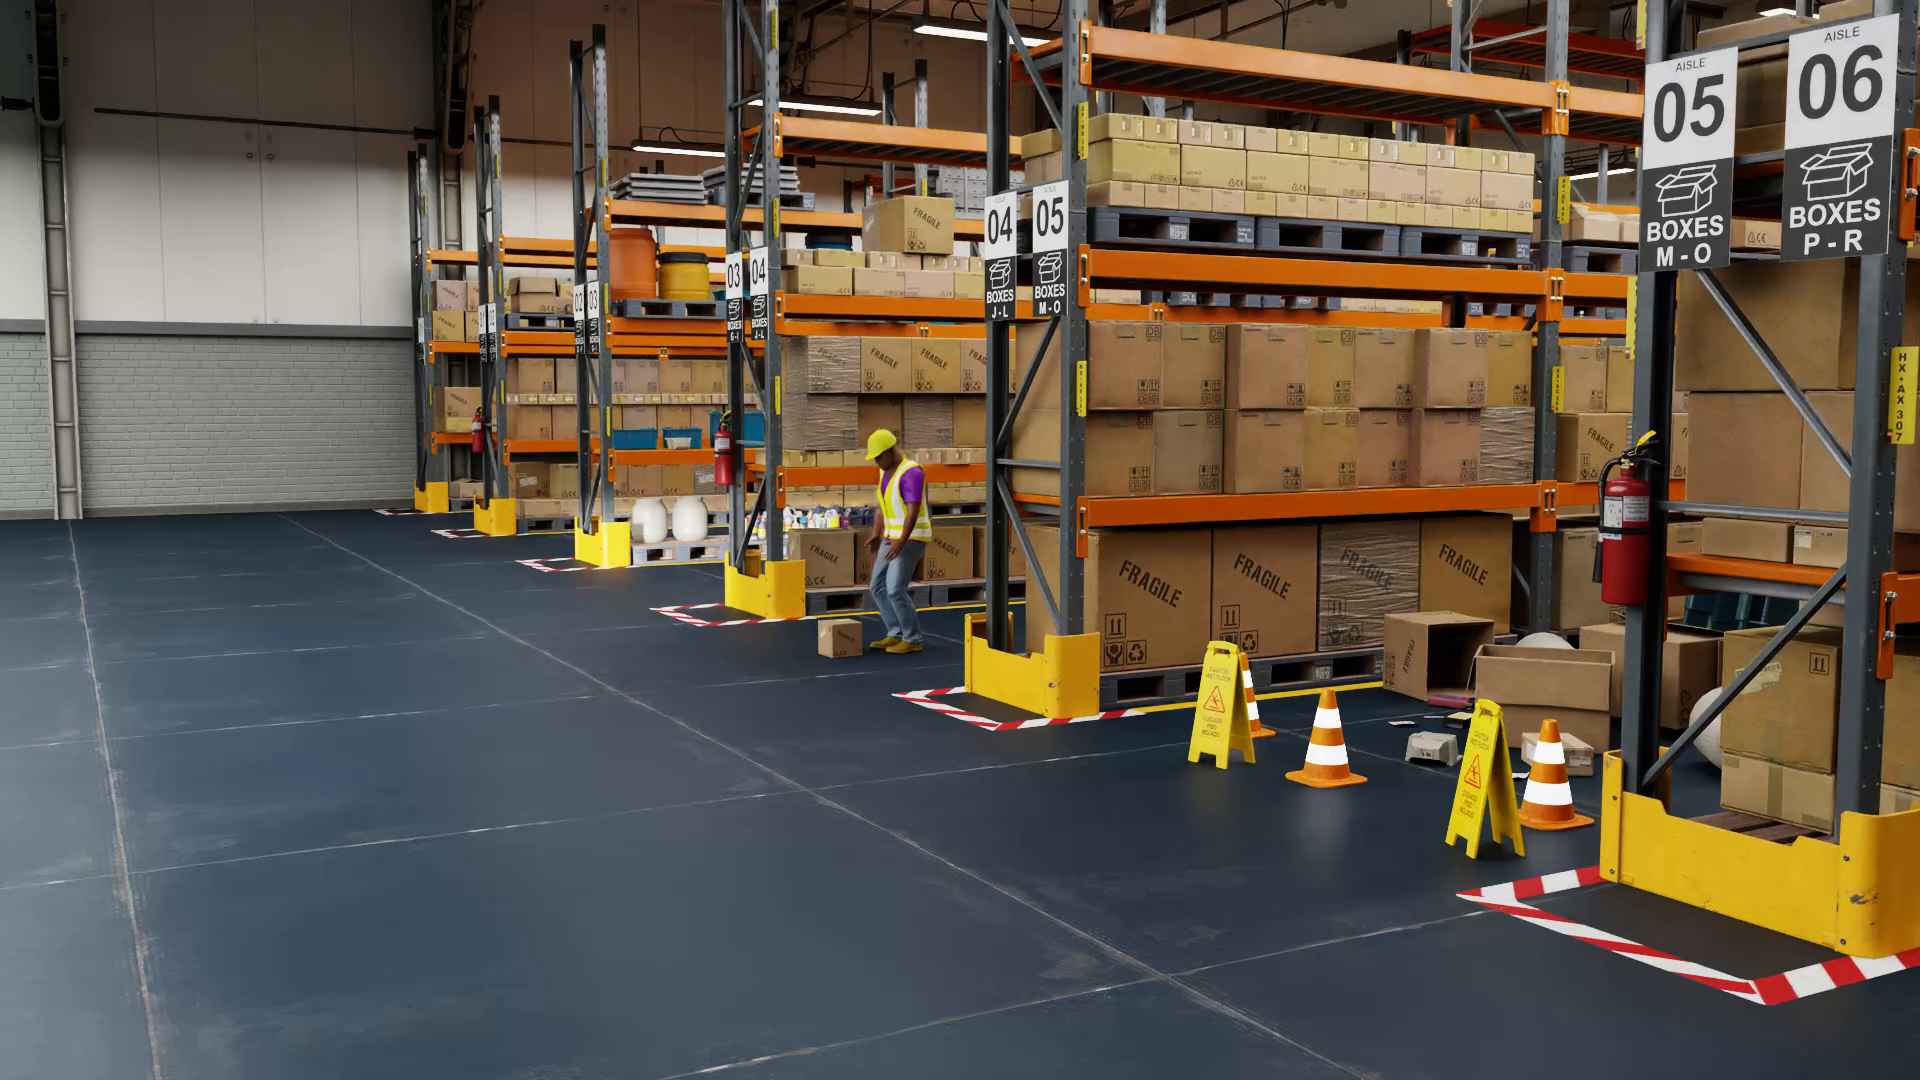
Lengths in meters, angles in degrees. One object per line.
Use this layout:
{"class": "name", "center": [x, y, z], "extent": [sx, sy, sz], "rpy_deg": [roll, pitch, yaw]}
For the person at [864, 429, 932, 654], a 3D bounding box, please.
{"class": "person", "center": [-0.477, 0.006, 12.553], "extent": [0.511, 1.682, 0.602], "rpy_deg": [-3, 6, -27]}
